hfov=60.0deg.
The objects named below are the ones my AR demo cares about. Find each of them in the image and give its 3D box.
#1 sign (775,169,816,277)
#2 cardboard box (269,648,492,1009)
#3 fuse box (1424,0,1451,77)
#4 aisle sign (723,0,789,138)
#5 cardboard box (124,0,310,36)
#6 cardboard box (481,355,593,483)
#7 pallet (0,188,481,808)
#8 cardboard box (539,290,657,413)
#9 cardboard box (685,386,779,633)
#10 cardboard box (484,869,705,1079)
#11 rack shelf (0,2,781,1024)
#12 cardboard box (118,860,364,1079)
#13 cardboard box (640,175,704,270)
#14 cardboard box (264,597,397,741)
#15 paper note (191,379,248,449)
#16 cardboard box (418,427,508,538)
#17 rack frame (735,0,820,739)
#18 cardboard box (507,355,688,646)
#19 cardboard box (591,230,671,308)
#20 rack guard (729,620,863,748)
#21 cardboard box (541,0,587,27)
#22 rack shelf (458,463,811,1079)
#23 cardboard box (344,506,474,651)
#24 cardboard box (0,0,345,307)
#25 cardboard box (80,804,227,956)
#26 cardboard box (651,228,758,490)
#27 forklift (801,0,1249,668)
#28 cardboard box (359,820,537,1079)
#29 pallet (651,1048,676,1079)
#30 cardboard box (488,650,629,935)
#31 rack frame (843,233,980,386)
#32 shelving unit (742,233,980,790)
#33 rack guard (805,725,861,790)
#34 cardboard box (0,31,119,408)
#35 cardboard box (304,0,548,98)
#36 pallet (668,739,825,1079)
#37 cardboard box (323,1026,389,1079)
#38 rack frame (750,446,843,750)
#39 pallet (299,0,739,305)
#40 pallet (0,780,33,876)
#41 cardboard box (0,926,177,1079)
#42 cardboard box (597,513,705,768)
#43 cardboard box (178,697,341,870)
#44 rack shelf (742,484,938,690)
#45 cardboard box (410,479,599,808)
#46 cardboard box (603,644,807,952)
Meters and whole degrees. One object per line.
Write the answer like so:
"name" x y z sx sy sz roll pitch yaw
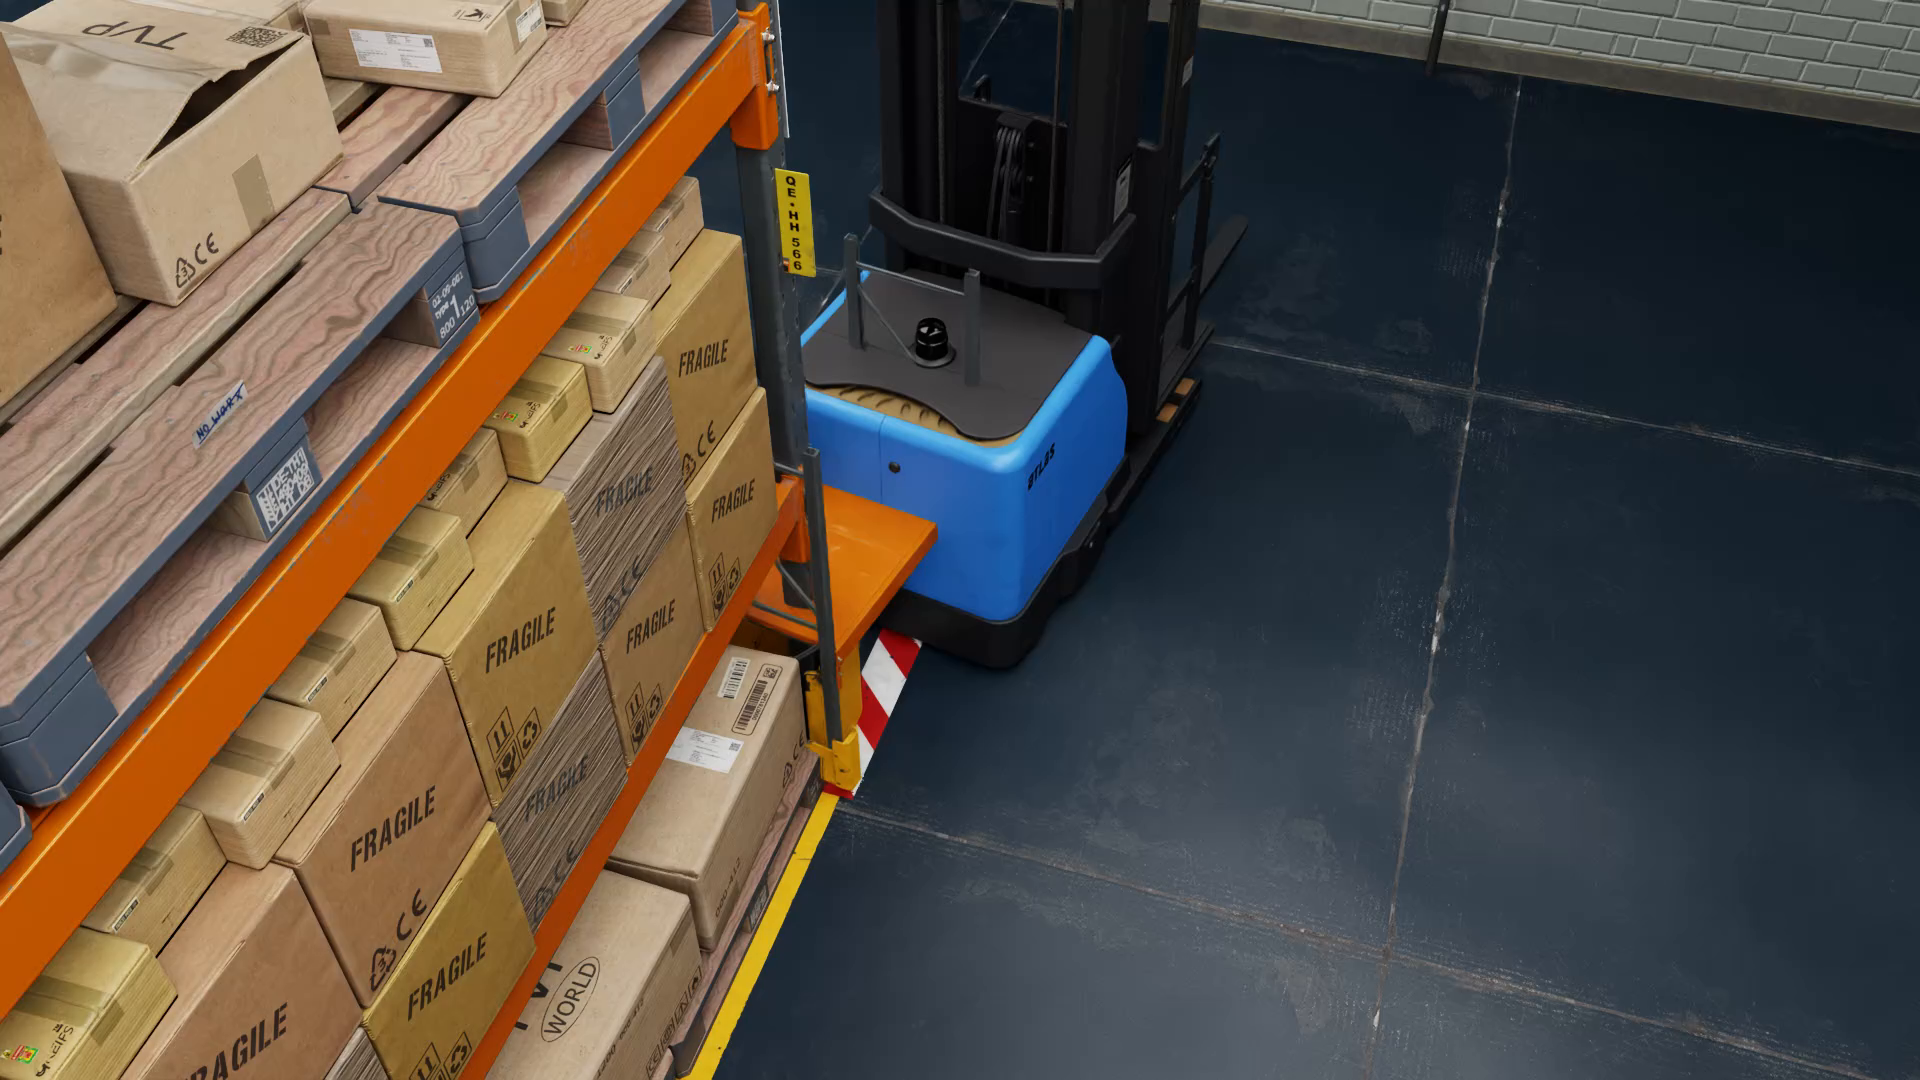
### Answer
"sign" -0.445 -0.851 4.477 0.100 0.325 0.005 13 46 13
"cardboard box" -1.314 0.521 3.287 0.500 0.500 0.500 12 46 12
"fuse box" 2.685 -3.237 8.835 0.539 1.711 0.414 13 46 13
"aisle sign" -0.641 -1.388 4.165 0.394 0.787 0.004 13 46 13
"cardboard box" -1.507 -0.968 3.258 0.380 0.149 0.250 14 46 14
"cardboard box" -1.043 -0.296 3.658 0.380 0.149 0.250 14 46 13
"pallet" -1.540 -0.204 2.733 1.003 0.211 1.213 13 46 13
"cardboard box" -0.928 -0.455 3.821 0.380 0.149 0.250 12 46 12
"cardboard box" -0.852 -0.134 4.671 0.500 0.500 0.500 13 46 13
"cardboard box" -1.332 1.362 4.745 0.875 0.438 0.875 14 46 14
"rack shelf" -1.563 0.042 2.932 1.077 0.370 4.000 13 46 13
"cardboard box" -1.469 0.856 2.944 0.500 0.500 0.500 13 46 13
"cardboard box" -0.876 -0.820 4.193 0.380 0.149 0.250 13 46 13
"cardboard box" -1.307 0.214 3.137 0.380 0.149 0.250 14 46 14
"paper note" -1.039 -0.176 2.338 0.006 0.032 0.123 13 46 13
"cardboard box" -1.190 -0.137 3.495 0.380 0.149 0.250 12 46 12
"rack frame" -0.958 -0.476 5.092 1.000 3.000 0.127 13 46 13
"cardboard box" -1.007 -0.143 3.965 0.500 0.500 0.500 13 46 13
"cardboard box" -0.930 -0.645 4.015 0.380 0.149 0.250 13 46 13
"rack guard" -0.951 0.401 5.983 1.175 0.500 0.348 13 46 13
"cardboard box" -1.008 -1.362 3.588 0.500 0.250 0.500 9 45 9
"rack shelf" -1.563 1.114 3.981 1.077 0.370 4.000 13 46 13
"cardboard box" -1.210 0.043 3.312 0.380 0.149 0.250 14 46 13
"cardboard box" -1.459 -0.715 2.883 0.500 0.311 0.500 13 46 13
"cardboard box" -1.487 0.548 2.796 0.380 0.149 0.250 12 46 12
"cardboard box" -0.877 -0.498 4.327 0.500 0.500 0.500 14 46 14
"forklift" 0.408 -1.607 6.296 1.130 2.935 3.031 20 48 19
"cardboard box" -1.308 0.889 3.626 0.500 0.500 0.500 14 46 14
"pallet" -1.497 1.880 4.677 1.003 0.211 1.213 13 46 12
"cardboard box" -1.164 0.542 3.980 0.500 0.500 0.500 14 46 14
"rack frame" -0.160 -0.398 6.012 0.500 1.500 0.032 19 47 20
"shelving unit" -0.390 -0.094 5.690 0.587 1.500 1.083 19 47 20
"rack guard" -0.617 0.665 5.796 0.587 0.250 0.087 19 47 20
"cardboard box" -1.711 -0.458 2.485 0.500 0.500 0.500 13 46 13
"cardboard box" -1.059 -1.029 3.320 0.380 0.149 0.250 9 45 9
"pallet" -1.125 1.070 5.506 1.003 0.211 1.213 13 46 13
"cardboard box" -1.464 1.232 3.275 0.500 0.500 0.500 13 46 13
"rack frame" -0.628 0.221 5.355 0.500 1.500 0.032 19 47 20
"pallet" -1.173 -1.020 3.566 1.003 0.211 1.213 13 46 13
"pallet" -1.911 0.606 1.904 1.003 0.211 1.213 13 46 13
"cardboard box" -1.485 0.732 2.607 0.380 0.149 0.250 11 46 11
"cardboard box" -1.018 0.197 4.333 0.500 0.500 0.500 12 46 12
"cardboard box" -1.347 0.398 2.948 0.380 0.149 0.250 13 46 13
"rack shelf" -0.394 0.043 5.807 0.538 0.185 1.000 19 47 20
"cardboard box" -1.160 0.186 3.629 0.500 0.500 0.500 12 46 12
"cardboard box" -1.062 0.750 5.370 0.875 0.438 0.875 11 45 11
